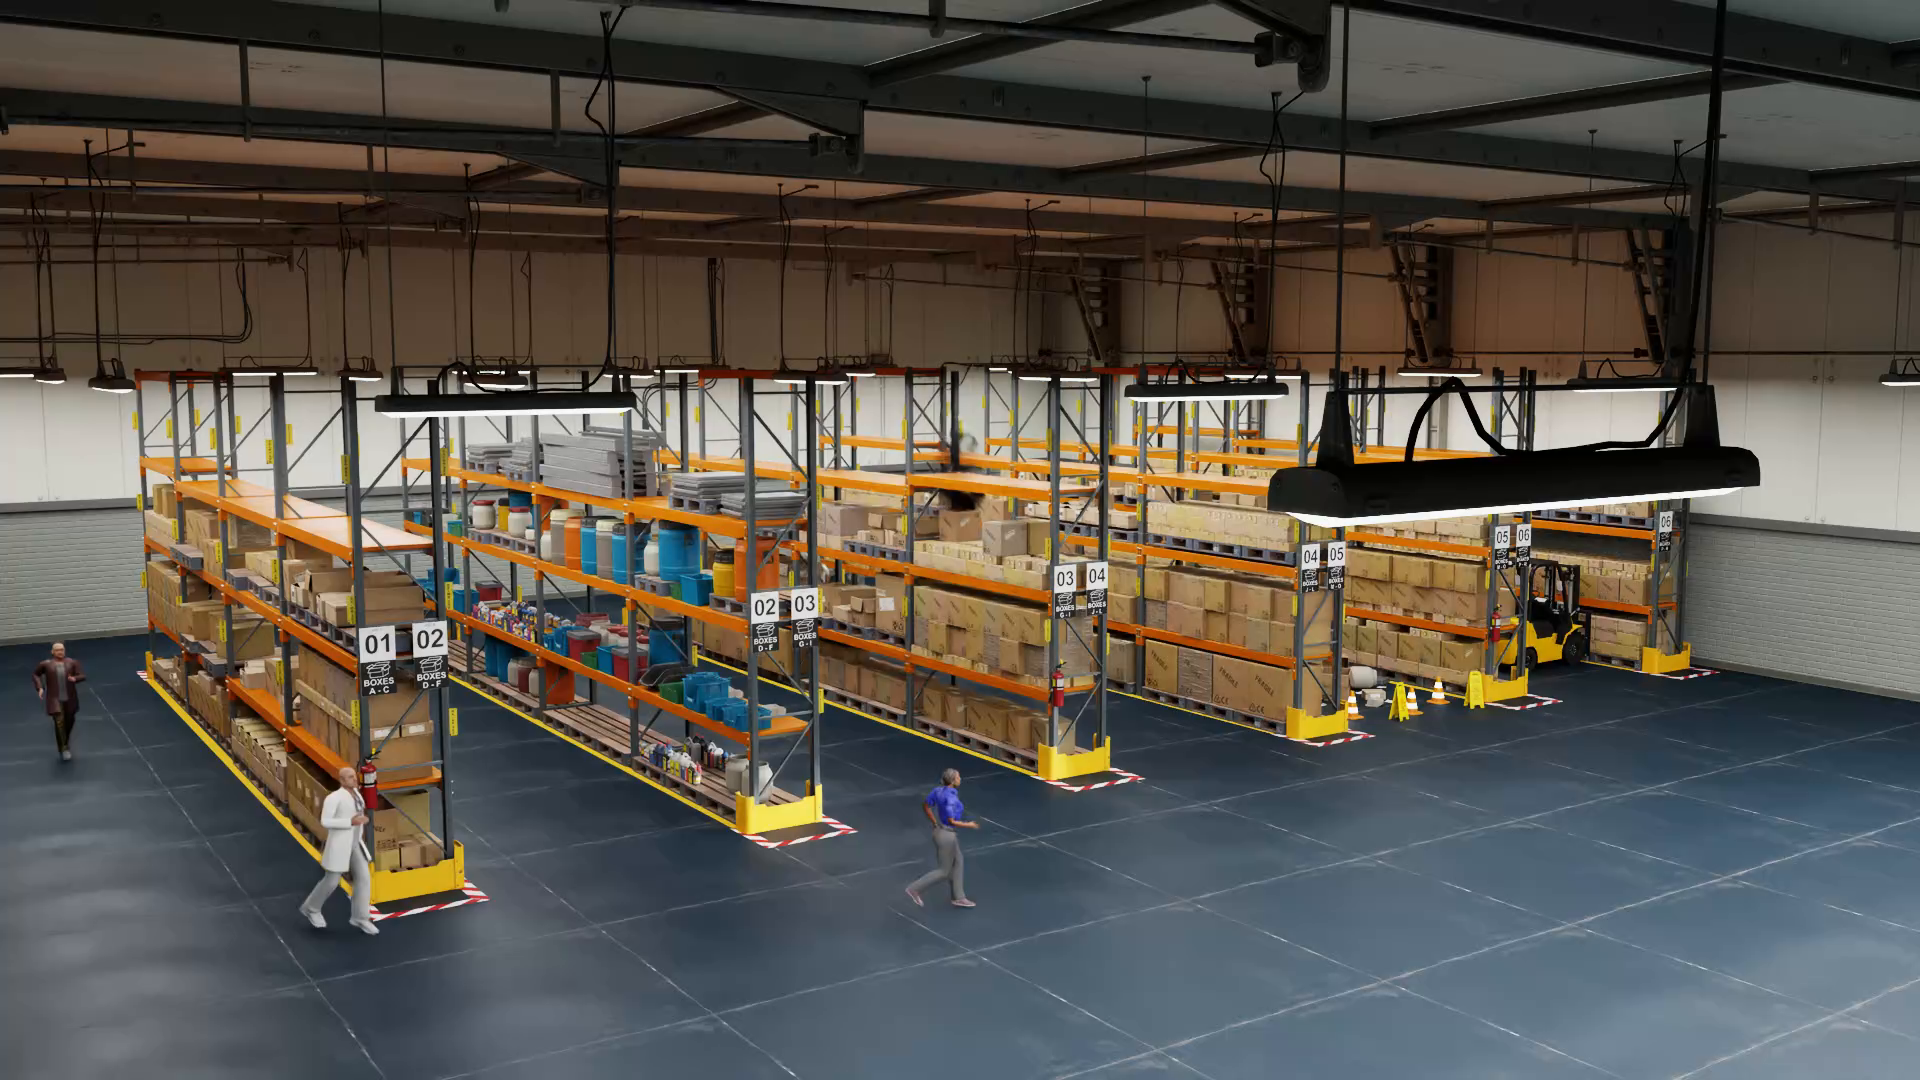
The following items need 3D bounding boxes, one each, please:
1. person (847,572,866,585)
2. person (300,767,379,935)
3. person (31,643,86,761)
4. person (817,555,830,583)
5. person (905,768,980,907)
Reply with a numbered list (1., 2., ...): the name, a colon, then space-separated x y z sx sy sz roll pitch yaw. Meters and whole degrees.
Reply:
1. person: -2.561 0.699 42.091 0.662 1.714 0.705 1 7 9
2. person: -6.773 3.389 18.271 0.939 1.822 0.713 2 7 19
3. person: -14.060 2.485 26.021 0.701 1.764 1.064 -6 8 -41
4. person: -3.306 1.162 38.115 0.693 1.787 0.810 -3 7 -23
5. person: -0.225 3.409 18.840 0.876 1.642 0.564 -2 7 -18
